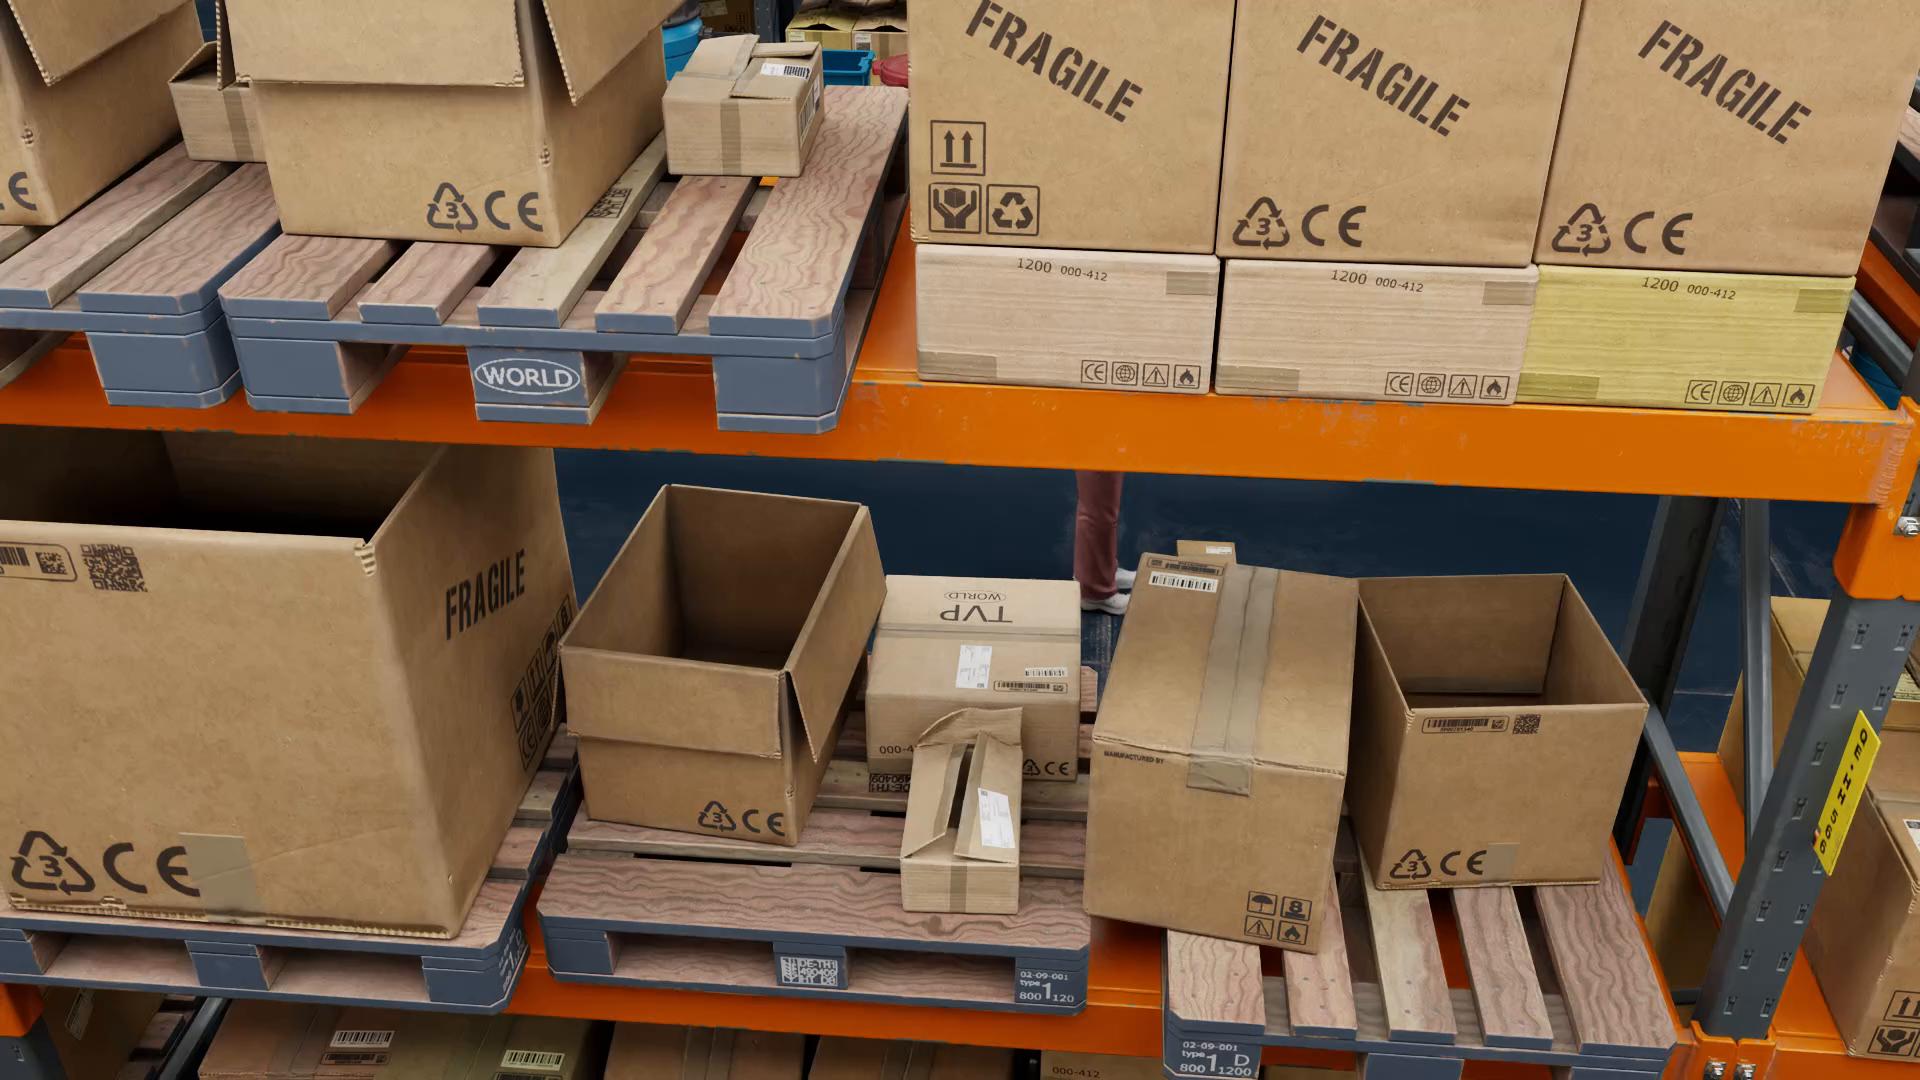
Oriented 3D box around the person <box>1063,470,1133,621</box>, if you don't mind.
[{"bbox_3d":[0.576,-0.452,6.865,0.366,1.673,0.440,3,32,5],"label":"person"}]
